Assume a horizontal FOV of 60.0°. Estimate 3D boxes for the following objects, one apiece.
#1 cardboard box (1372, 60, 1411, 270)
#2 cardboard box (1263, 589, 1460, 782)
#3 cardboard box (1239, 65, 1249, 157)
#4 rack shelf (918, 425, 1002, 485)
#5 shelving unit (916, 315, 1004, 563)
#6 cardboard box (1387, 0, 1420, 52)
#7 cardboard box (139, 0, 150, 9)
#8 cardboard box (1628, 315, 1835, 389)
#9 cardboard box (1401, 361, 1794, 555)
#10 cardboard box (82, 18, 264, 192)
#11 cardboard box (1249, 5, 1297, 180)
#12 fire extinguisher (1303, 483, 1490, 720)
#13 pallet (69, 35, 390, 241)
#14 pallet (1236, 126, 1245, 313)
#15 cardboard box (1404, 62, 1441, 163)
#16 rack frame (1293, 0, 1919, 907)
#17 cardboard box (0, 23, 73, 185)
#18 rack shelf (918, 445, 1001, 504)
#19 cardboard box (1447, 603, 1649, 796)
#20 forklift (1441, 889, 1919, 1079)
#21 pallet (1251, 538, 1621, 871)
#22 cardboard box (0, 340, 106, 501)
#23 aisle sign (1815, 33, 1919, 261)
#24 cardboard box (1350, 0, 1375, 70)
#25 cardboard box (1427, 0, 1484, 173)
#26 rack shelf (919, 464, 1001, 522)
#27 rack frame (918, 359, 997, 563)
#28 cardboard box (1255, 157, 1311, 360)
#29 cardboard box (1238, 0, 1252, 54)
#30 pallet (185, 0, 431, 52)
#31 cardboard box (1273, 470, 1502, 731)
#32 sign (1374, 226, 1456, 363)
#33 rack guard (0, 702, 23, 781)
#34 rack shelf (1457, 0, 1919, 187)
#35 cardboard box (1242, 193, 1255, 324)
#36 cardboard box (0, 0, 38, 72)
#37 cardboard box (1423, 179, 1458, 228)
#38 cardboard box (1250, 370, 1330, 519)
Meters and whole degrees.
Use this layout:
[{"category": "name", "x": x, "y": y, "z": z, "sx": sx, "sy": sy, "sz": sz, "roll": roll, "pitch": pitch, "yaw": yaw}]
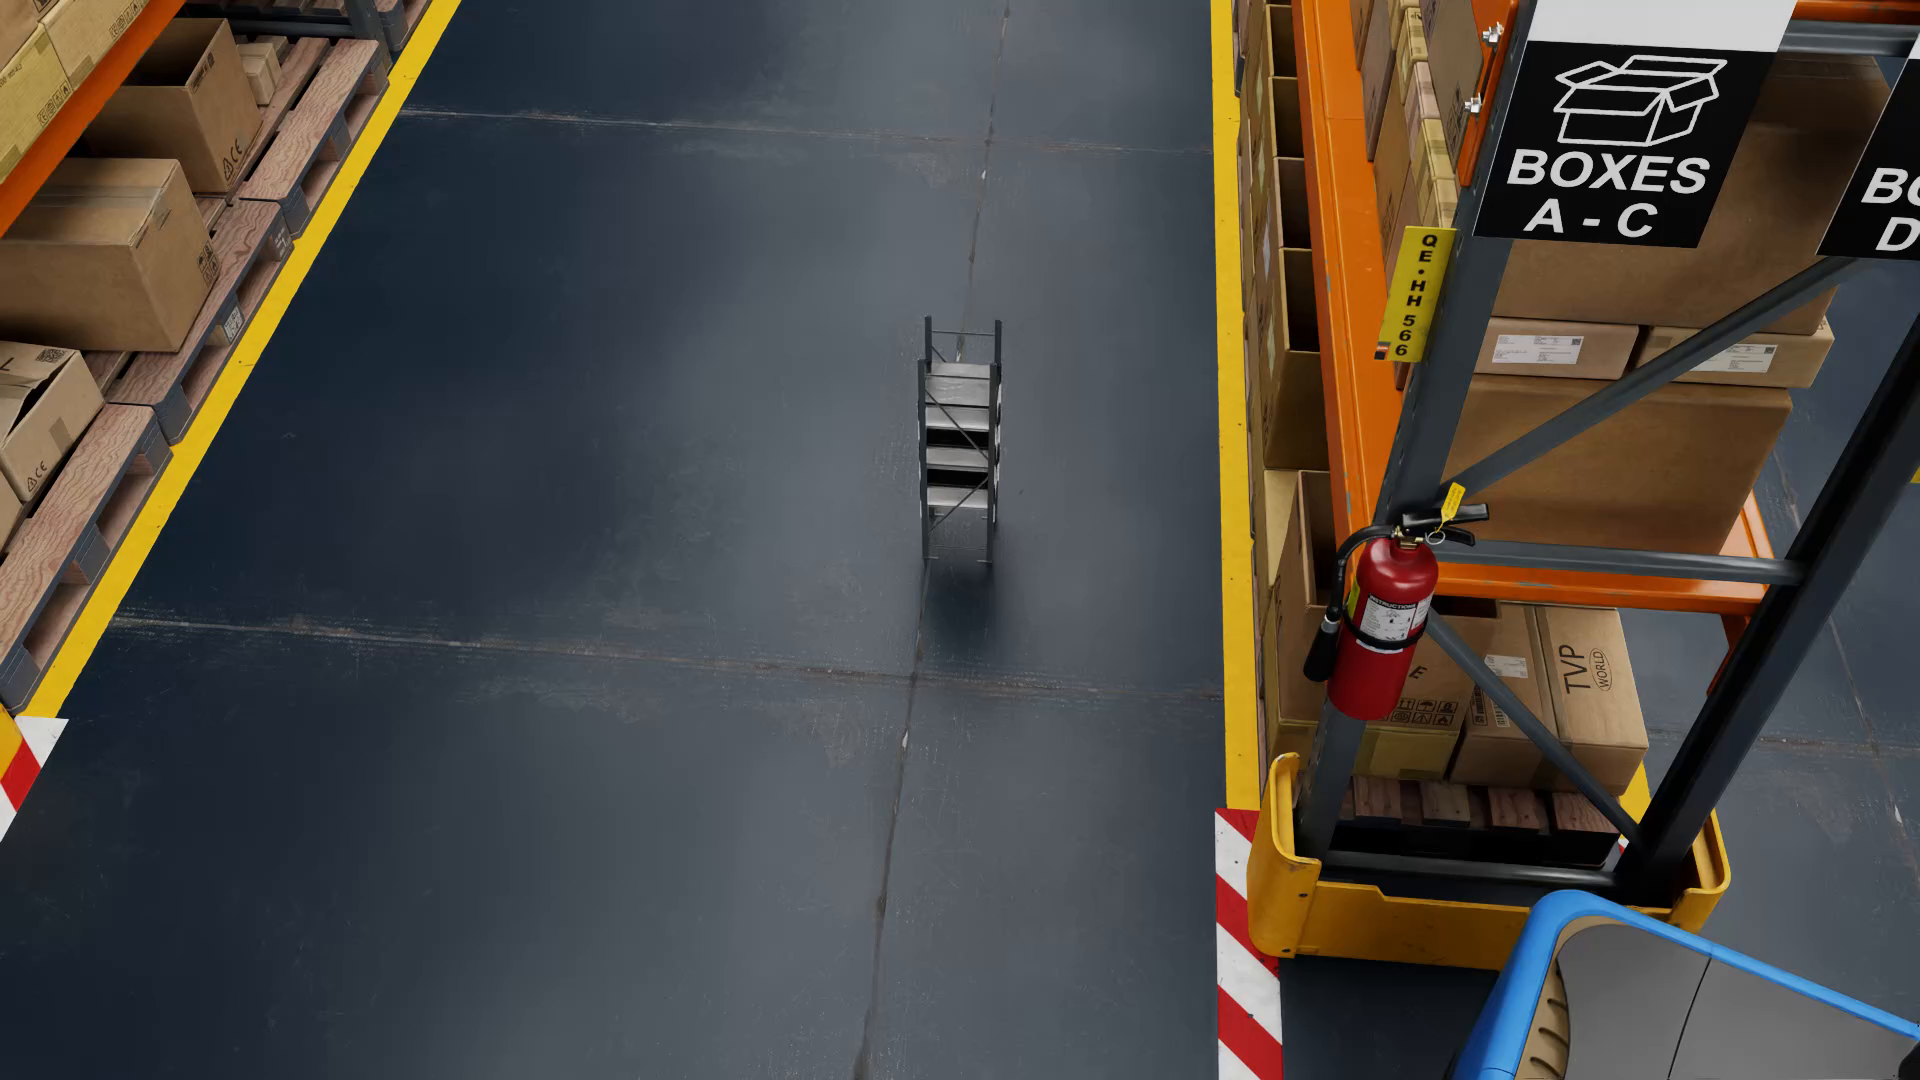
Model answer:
[{"category": "cardboard box", "x": 1.565, "y": -1.077, "z": 4.635, "sx": 0.700, "sy": 0.500, "sz": 0.500, "roll": 4, "pitch": 48, "yaw": 4}, {"category": "cardboard box", "x": 1.170, "y": 0.422, "z": 4.910, "sx": 0.500, "sy": 0.250, "sz": 0.500, "roll": 4, "pitch": 48, "yaw": 4}, {"category": "cardboard box", "x": 1.436, "y": -1.783, "z": 6.927, "sx": 0.500, "sy": 0.250, "sz": 0.500, "roll": 4, "pitch": 48, "yaw": 4}, {"category": "rack shelf", "x": 0.001, "y": -0.287, "z": 5.448, "sx": 0.258, "sy": 0.077, "sz": 0.200, "roll": 4, "pitch": 48, "yaw": 4}, {"category": "shelving unit", "x": 0.001, "y": -0.310, "z": 5.423, "sx": 0.258, "sy": 0.900, "sz": 0.210, "roll": 4, "pitch": 48, "yaw": 4}, {"category": "cardboard box", "x": 1.377, "y": -1.448, "z": 4.534, "sx": 0.380, "sy": 0.149, "sz": 0.250, "roll": 5, "pitch": 48, "yaw": 5}, {"category": "cardboard box", "x": -2.979, "y": -2.072, "z": 5.700, "sx": 0.500, "sy": 0.250, "sz": 0.500, "roll": 4, "pitch": 48, "yaw": 3}, {"category": "cardboard box", "x": 1.665, "y": -0.477, "z": 3.646, "sx": 0.380, "sy": 0.149, "sz": 0.250, "roll": 4, "pitch": 48, "yaw": 3}, {"category": "cardboard box", "x": 1.470, "y": -0.326, "z": 3.948, "sx": 0.700, "sy": 0.500, "sz": 0.500, "roll": 4, "pitch": 48, "yaw": 4}, {"category": "cardboard box", "x": -3.208, "y": -1.760, "z": 6.722, "sx": 0.500, "sy": 0.500, "sz": 0.500, "roll": 1, "pitch": 48, "yaw": 1}, {"category": "cardboard box", "x": 1.388, "y": -1.669, "z": 6.314, "sx": 0.500, "sy": 0.500, "sz": 0.500, "roll": 4, "pitch": 48, "yaw": 4}, {"category": "fire extinguisher", "x": 0.942, "y": 0.131, "z": 3.650, "sx": 0.296, "sy": 0.674, "sz": 0.183, "roll": 4, "pitch": 48, "yaw": 4}, {"category": "pallet", "x": -3.180, "y": -1.783, "z": 7.238, "sx": 1.003, "sy": 0.211, "sz": 1.213, "roll": 4, "pitch": 48, "yaw": 4}, {"category": "pallet", "x": 1.666, "y": -1.367, "z": 6.857, "sx": 1.003, "sy": 0.211, "sz": 1.213, "roll": 4, "pitch": 48, "yaw": 4}, {"category": "cardboard box", "x": 1.331, "y": -1.062, "z": 4.181, "sx": 0.380, "sy": 0.149, "sz": 0.250, "roll": 4, "pitch": 48, "yaw": 4}, {"category": "rack frame", "x": 1.415, "y": 0.050, "z": 3.672, "sx": 1.000, "sy": 3.000, "sz": 0.127, "roll": 4, "pitch": 48, "yaw": 4}, {"category": "cardboard box", "x": -3.072, "y": -1.331, "z": 5.022, "sx": 0.500, "sy": 0.250, "sz": 0.500, "roll": 3, "pitch": 48, "yaw": 3}, {"category": "rack shelf", "x": 0.001, "y": -0.226, "z": 5.514, "sx": 0.258, "sy": 0.077, "sz": 0.200, "roll": 4, "pitch": 48, "yaw": 4}, {"category": "cardboard box", "x": 1.686, "y": 0.457, "z": 4.878, "sx": 0.500, "sy": 0.250, "sz": 0.500, "roll": 4, "pitch": 48, "yaw": 4}, {"category": "forklift", "x": 2.387, "y": 1.294, "z": 2.581, "sx": 3.031, "sy": 2.935, "sz": 1.130, "roll": 21, "pitch": 51, "yaw": 18}, {"category": "pallet", "x": 1.443, "y": 0.426, "z": 5.217, "sx": 1.003, "sy": 0.211, "sz": 1.213, "roll": 4, "pitch": 48, "yaw": 4}, {"category": "cardboard box", "x": -3.314, "y": -0.443, "z": 5.647, "sx": 0.500, "sy": 0.311, "sz": 0.500, "roll": 7, "pitch": 48, "yaw": 7}, {"category": "aisle sign", "x": 1.714, "y": -0.759, "z": 2.650, "sx": 0.394, "sy": 0.787, "sz": 0.004, "roll": 4, "pitch": 48, "yaw": 4}, {"category": "cardboard box", "x": 1.654, "y": -1.841, "z": 5.333, "sx": 0.700, "sy": 0.500, "sz": 0.500, "roll": 5, "pitch": 48, "yaw": 4}, {"category": "cardboard box", "x": 1.518, "y": -1.190, "z": 3.859, "sx": 0.700, "sy": 0.500, "sz": 0.500, "roll": 3, "pitch": 48, "yaw": 3}, {"category": "rack shelf", "x": 0.001, "y": -0.166, "z": 5.581, "sx": 0.258, "sy": 0.077, "sz": 0.200, "roll": 4, "pitch": 48, "yaw": 4}, {"category": "rack frame", "x": -0.009, "y": -0.235, "z": 5.355, "sx": 0.240, "sy": 0.900, "sz": 0.006, "roll": 4, "pitch": 48, "yaw": 4}, {"category": "cardboard box", "x": 1.291, "y": -0.935, "z": 5.643, "sx": 0.500, "sy": 0.500, "sz": 0.500, "roll": 4, "pitch": 48, "yaw": 4}, {"category": "cardboard box", "x": 1.529, "y": -2.428, "z": 7.516, "sx": 0.500, "sy": 0.250, "sz": 0.500, "roll": 3, "pitch": 48, "yaw": 3}, {"category": "pallet", "x": -3.084, "y": -2.851, "z": 8.215, "sx": 1.003, "sy": 0.211, "sz": 1.213, "roll": 4, "pitch": 48, "yaw": 4}, {"category": "cardboard box", "x": 1.168, "y": 0.169, "z": 4.634, "sx": 0.500, "sy": 0.500, "sz": 0.500, "roll": 4, "pitch": 48, "yaw": 4}, {"category": "sign", "x": 0.876, "y": -0.468, "z": 3.200, "sx": 0.100, "sy": 0.325, "sz": 0.005, "roll": 4, "pitch": 48, "yaw": 4}, {"category": "rack guard", "x": -3.511, "y": 0.507, "z": 4.948, "sx": 1.175, "sy": 0.500, "sz": 0.348, "roll": 4, "pitch": 48, "yaw": 4}, {"category": "rack shelf", "x": 1.597, "y": -2.190, "z": 4.175, "sx": 1.077, "sy": 0.370, "sz": 4.000, "roll": 4, "pitch": 48, "yaw": 4}, {"category": "cardboard box", "x": 1.334, "y": -1.049, "z": 6.255, "sx": 0.500, "sy": 0.250, "sz": 0.500, "roll": 4, "pitch": 48, "yaw": 4}, {"category": "cardboard box", "x": -3.067, "y": -1.562, "z": 4.726, "sx": 0.500, "sy": 0.500, "sz": 0.500, "roll": 2, "pitch": 48, "yaw": 2}, {"category": "cardboard box", "x": 1.283, "y": -0.689, "z": 3.840, "sx": 0.380, "sy": 0.149, "sz": 0.250, "roll": 5, "pitch": 48, "yaw": 5}, {"category": "cardboard box", "x": 1.247, "y": -0.314, "z": 5.583, "sx": 0.500, "sy": 0.250, "sz": 0.500, "roll": 4, "pitch": 48, "yaw": 4}]
